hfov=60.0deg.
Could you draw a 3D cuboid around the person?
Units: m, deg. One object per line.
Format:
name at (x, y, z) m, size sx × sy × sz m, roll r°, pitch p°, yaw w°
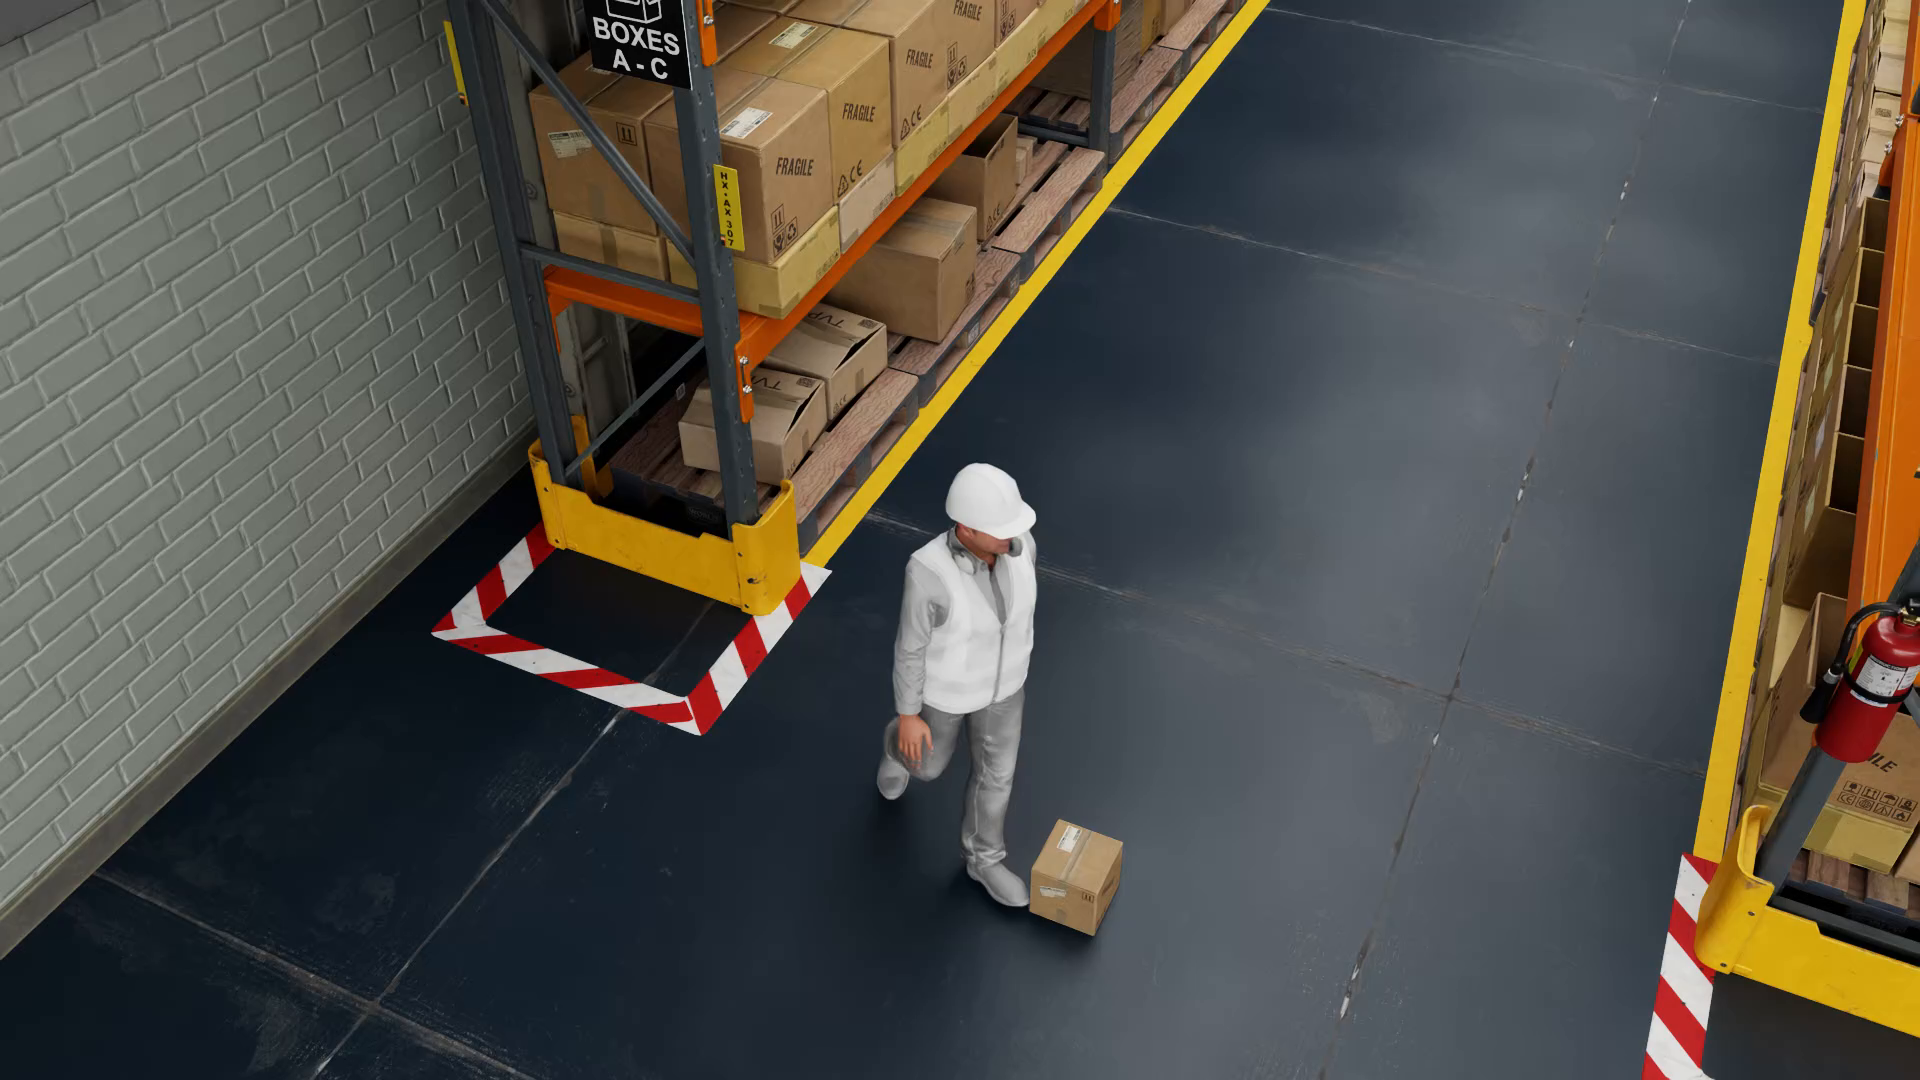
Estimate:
person at (-0.011, 0.442, 5.650) m, size 0.613 × 1.760 × 0.871 m, roll -23°, pitch 47°, yaw -23°
